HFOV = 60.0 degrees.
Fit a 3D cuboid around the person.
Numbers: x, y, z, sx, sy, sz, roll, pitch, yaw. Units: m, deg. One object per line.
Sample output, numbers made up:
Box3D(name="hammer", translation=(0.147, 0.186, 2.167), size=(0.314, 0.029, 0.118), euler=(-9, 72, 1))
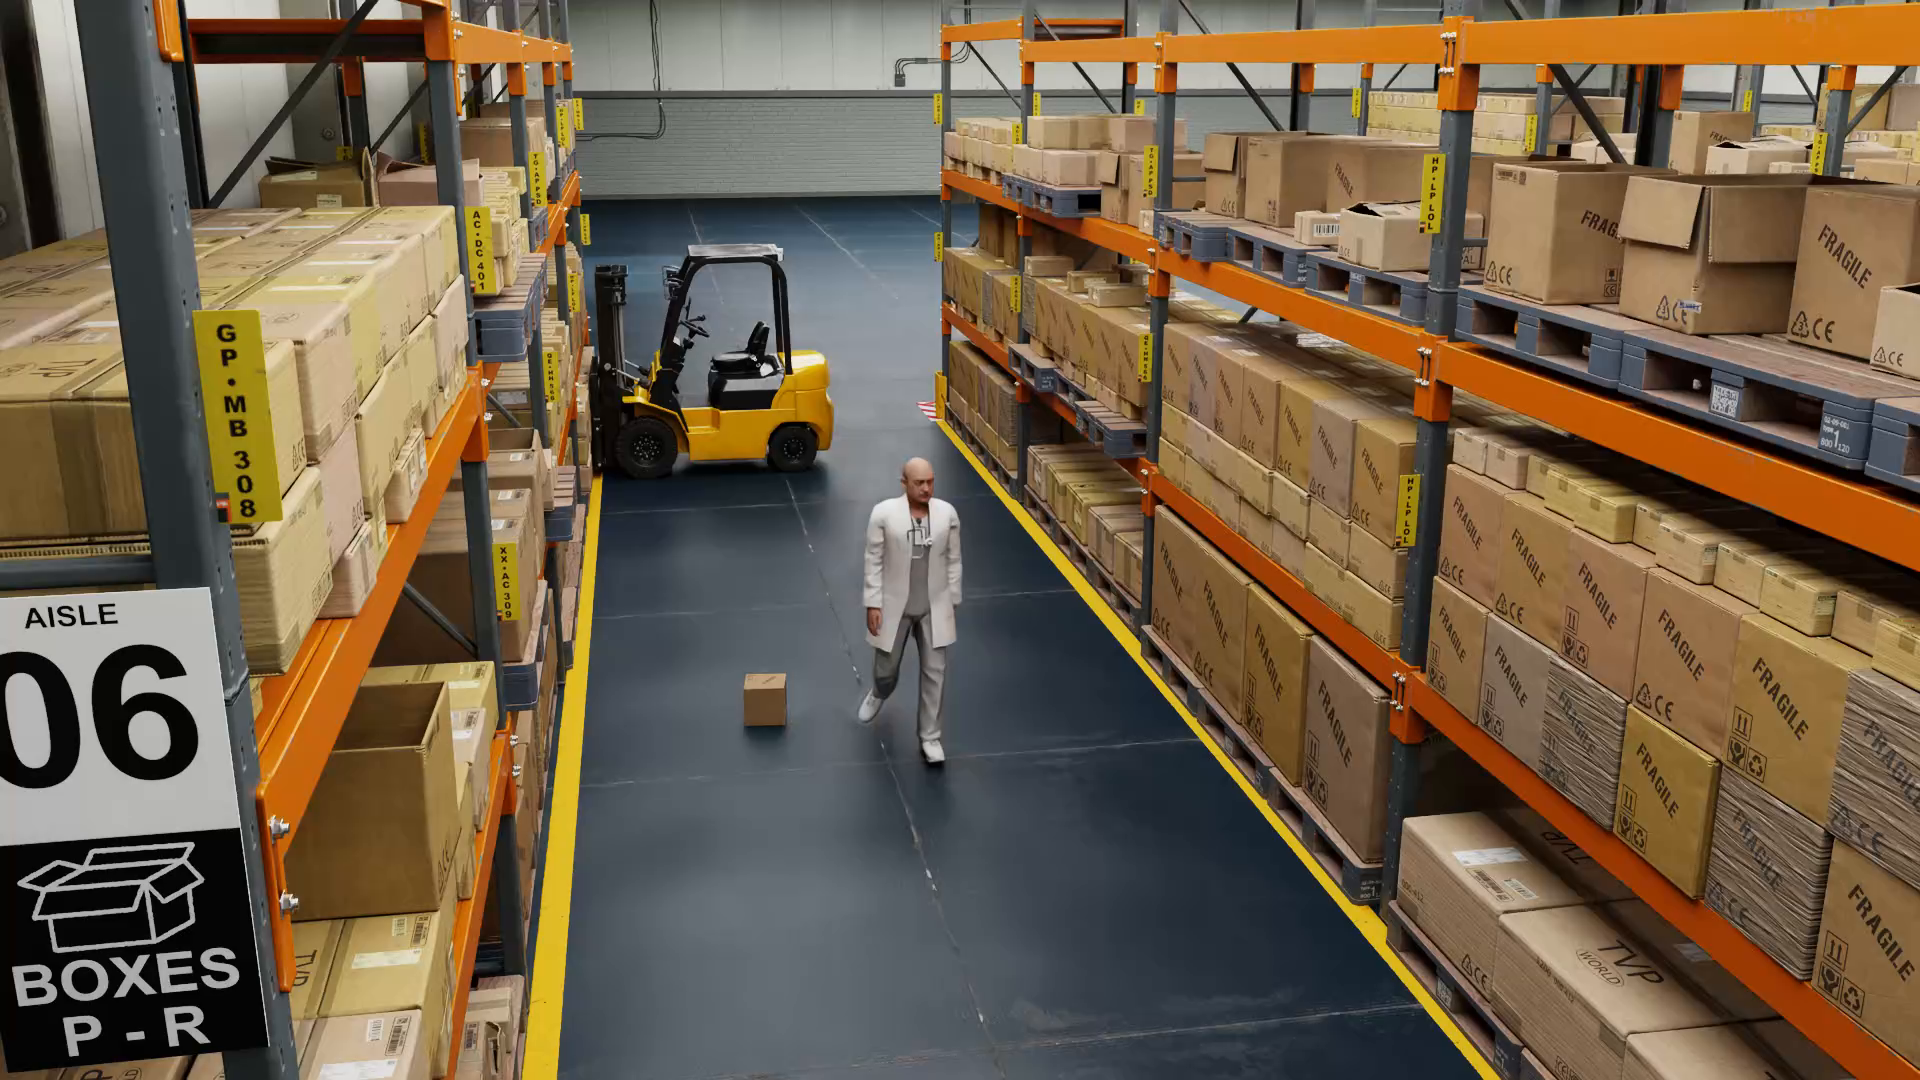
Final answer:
Box3D(name="person", translation=(-0.291, 0.362, 9.713), size=(0.602, 1.772, 0.774), euler=(-4, 16, -12))
